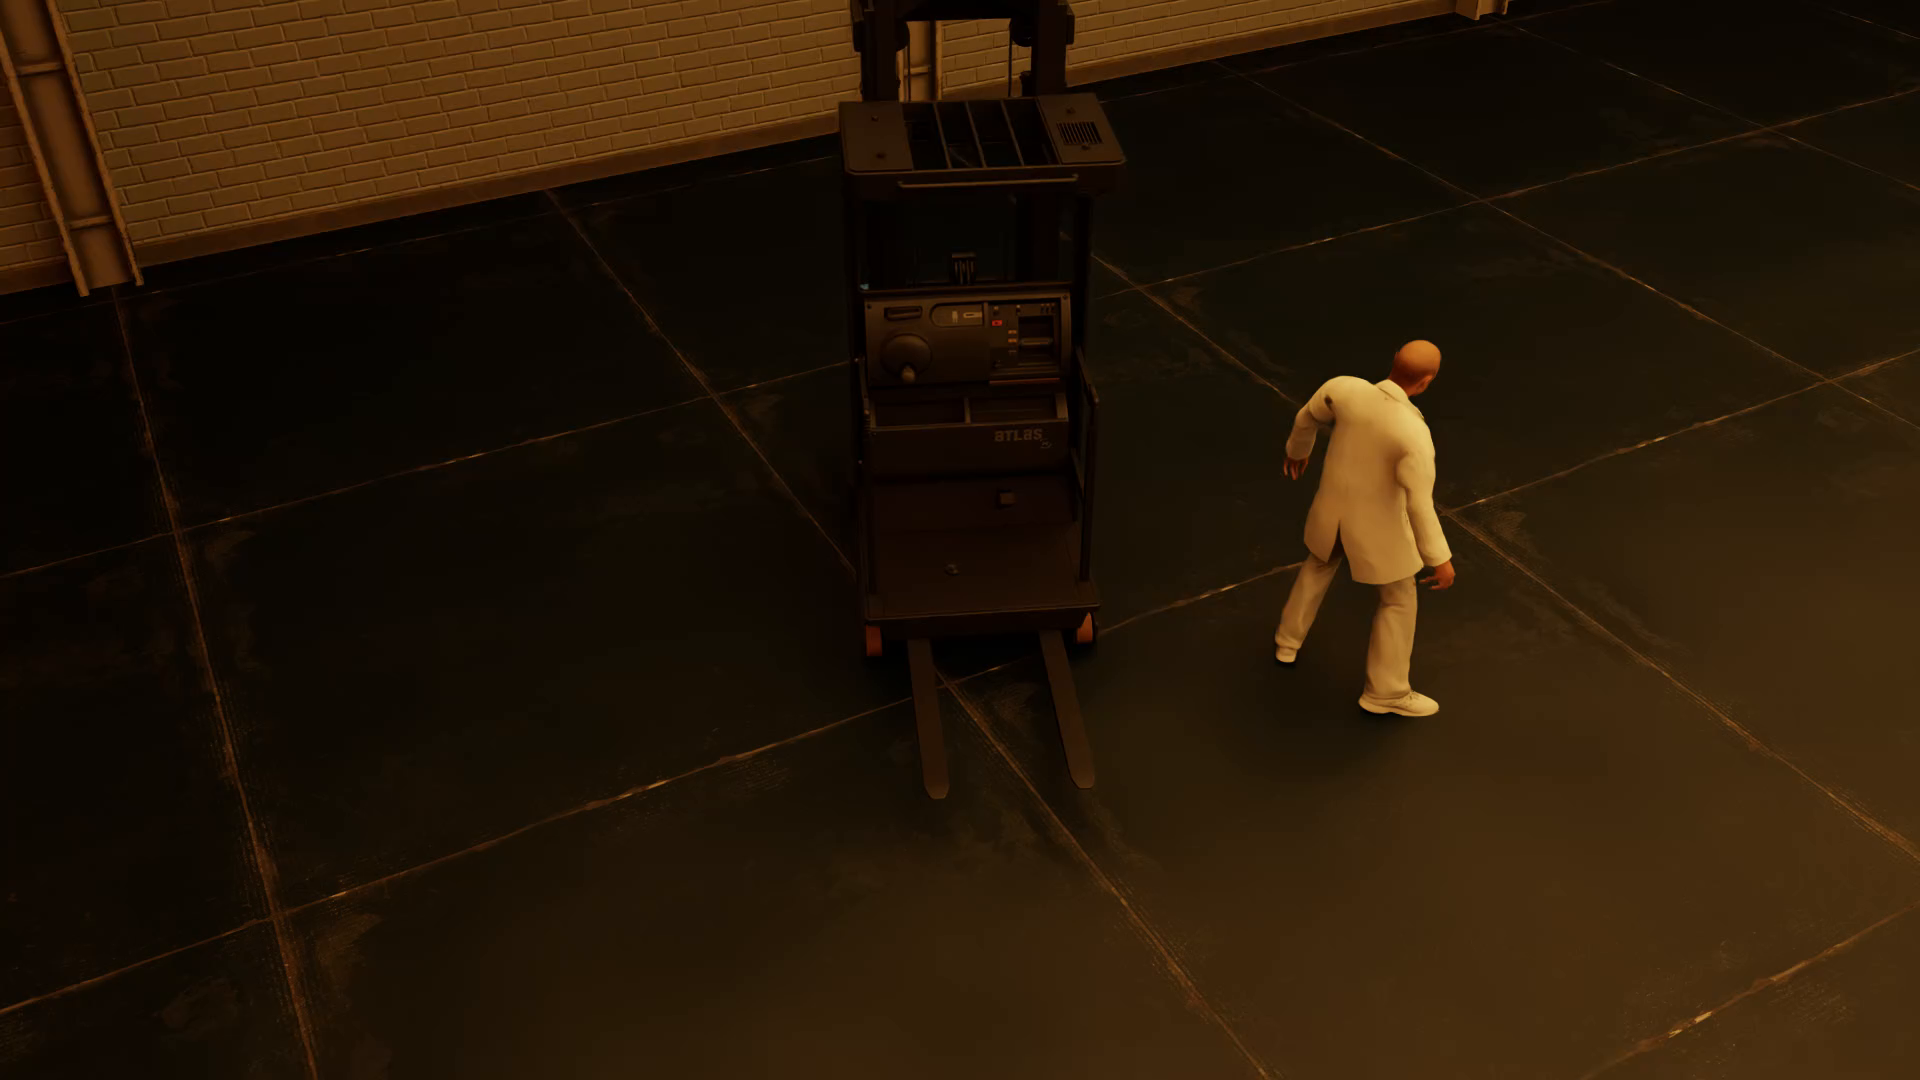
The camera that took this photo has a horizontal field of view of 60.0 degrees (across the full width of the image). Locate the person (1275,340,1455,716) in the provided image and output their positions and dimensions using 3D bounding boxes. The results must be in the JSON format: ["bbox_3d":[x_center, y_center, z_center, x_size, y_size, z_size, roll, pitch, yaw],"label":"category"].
[{"bbox_3d":[1.790,-0.094,7.339,0.409,1.735,0.985,-27,43,-33],"label":"person"}]

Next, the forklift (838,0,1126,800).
[{"bbox_3d":[0.061,-0.846,7.320,1.130,2.935,3.031,-3,35,-5],"label":"forklift"}]
